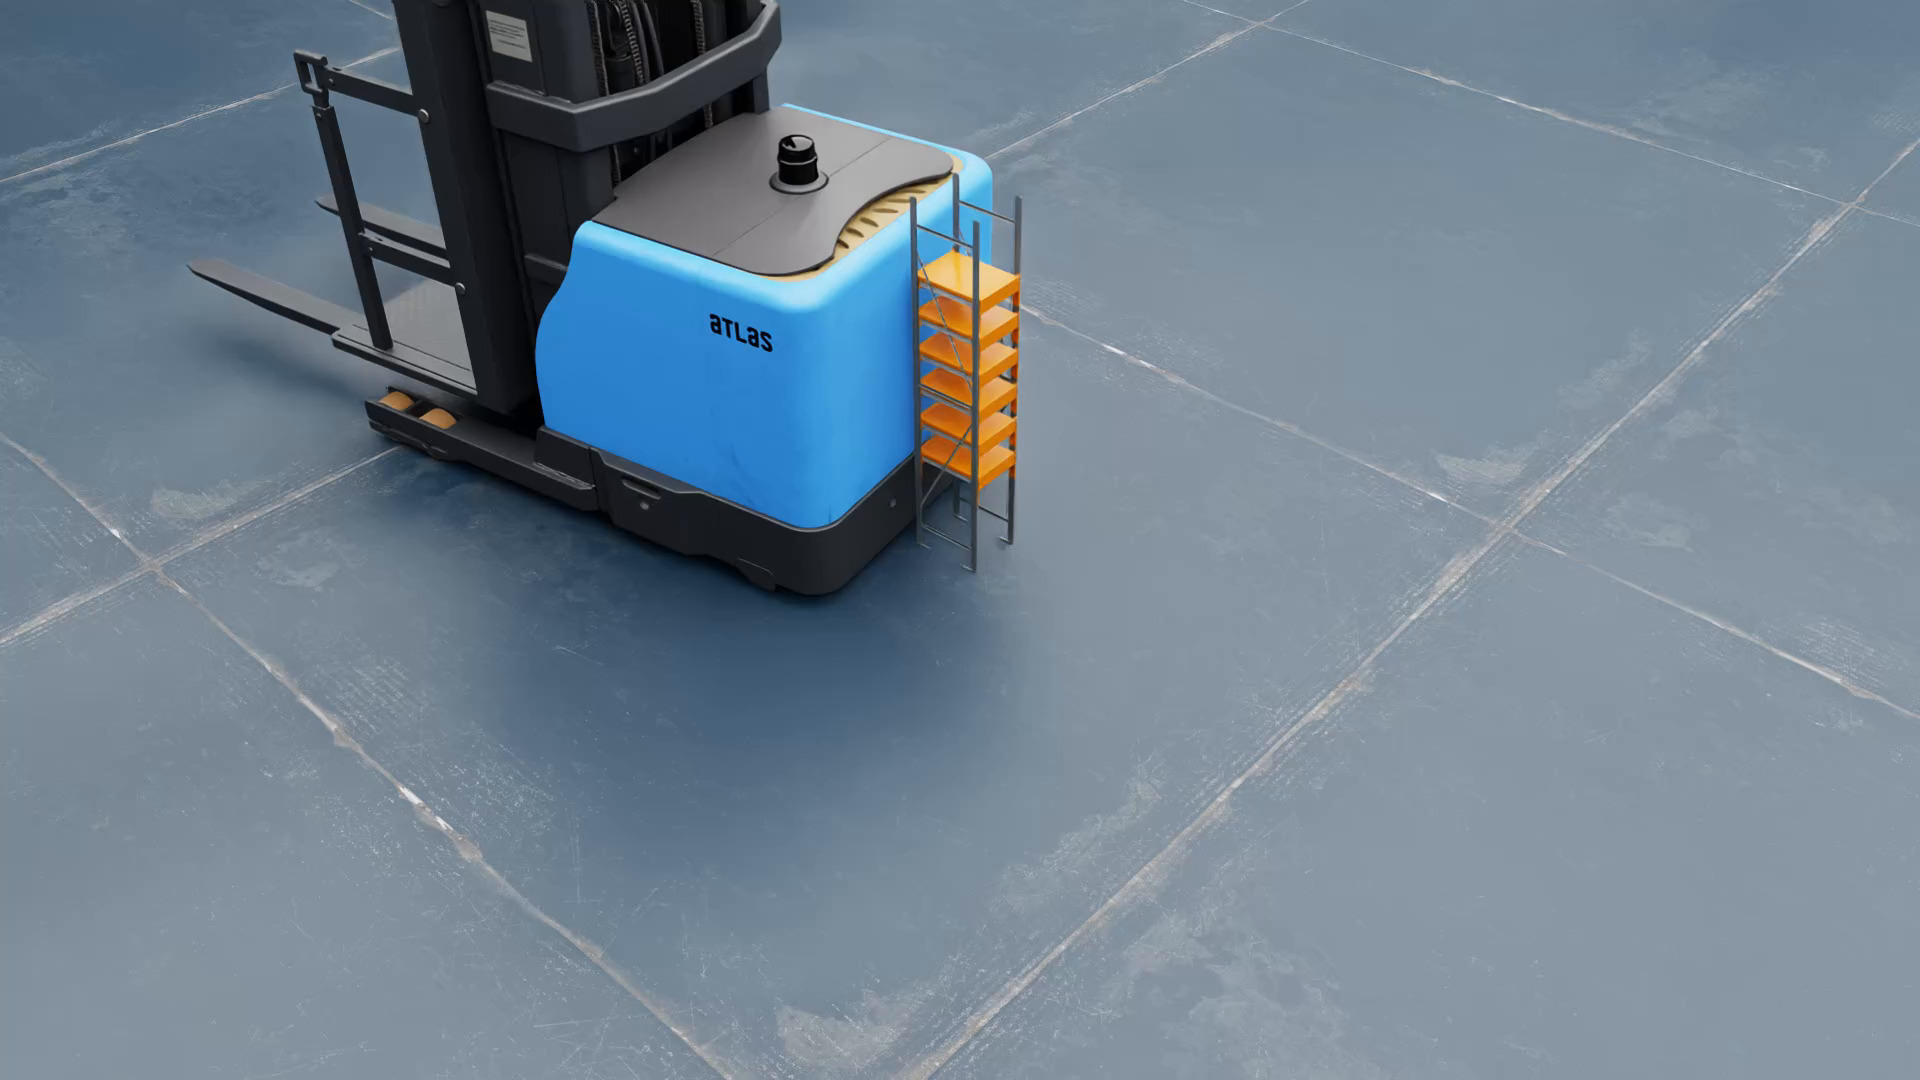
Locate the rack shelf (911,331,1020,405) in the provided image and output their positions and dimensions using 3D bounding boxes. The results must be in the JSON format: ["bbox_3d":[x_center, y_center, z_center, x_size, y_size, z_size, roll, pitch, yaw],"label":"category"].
[{"bbox_3d":[0.016,-0.516,4.813,0.258,0.103,0.180,27,46,30],"label":"rack shelf"}]

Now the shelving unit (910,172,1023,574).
[{"bbox_3d":[0.016,-0.457,4.860,0.258,1.200,0.189,27,46,30],"label":"shelving unit"}]

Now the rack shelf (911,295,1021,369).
[{"bbox_3d":[0.016,-0.610,4.739,0.258,0.103,0.180,27,46,30],"label":"rack shelf"}]

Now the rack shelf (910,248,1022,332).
[{"bbox_3d":[0.016,-0.704,4.664,0.258,0.103,0.180,27,46,30],"label":"rack shelf"}]

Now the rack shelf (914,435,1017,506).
[{"bbox_3d":[0.016,-0.234,5.037,0.258,0.103,0.180,27,46,30],"label":"rack shelf"}]

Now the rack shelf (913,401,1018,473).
[{"bbox_3d":[0.016,-0.328,4.963,0.258,0.103,0.180,27,46,30],"label":"rack shelf"}]

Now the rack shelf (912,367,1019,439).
[{"bbox_3d":[0.016,-0.422,4.888,0.258,0.103,0.180,27,46,30],"label":"rack shelf"}]

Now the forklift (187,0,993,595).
[{"bbox_3d":[-1.411,-1.676,5.003,3.031,2.935,1.130,21,43,24],"label":"forklift"}]

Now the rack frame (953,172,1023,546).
[{"bbox_3d":[0.074,-0.501,4.916,0.240,1.200,0.006,27,46,30],"label":"rack frame"}]

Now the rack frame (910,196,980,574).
[{"bbox_3d":[-0.042,-0.413,4.805,0.240,1.200,0.006,27,46,30],"label":"rack frame"}]
